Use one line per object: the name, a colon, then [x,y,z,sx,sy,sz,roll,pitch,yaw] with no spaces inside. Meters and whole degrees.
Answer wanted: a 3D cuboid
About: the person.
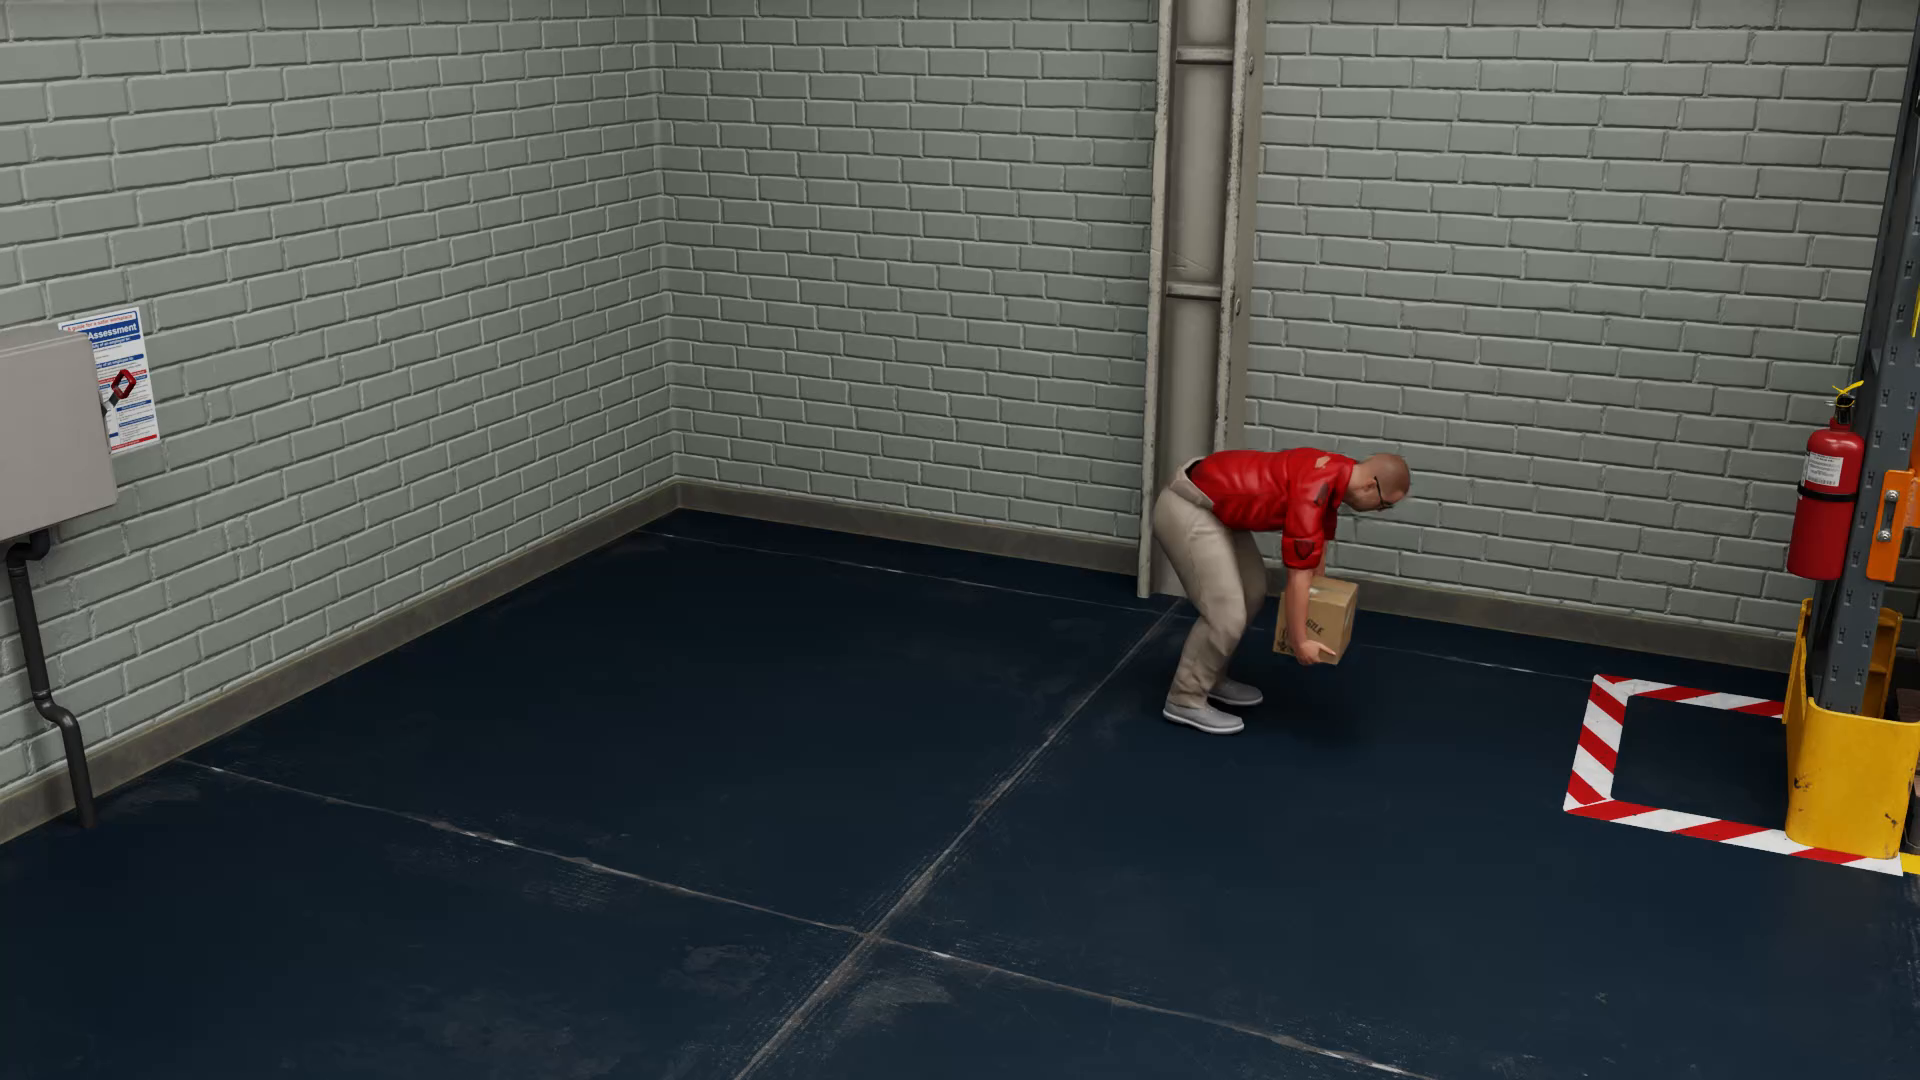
person: [1.222,0.180,6.463,0.950,1.151,0.490,8,20,21]
